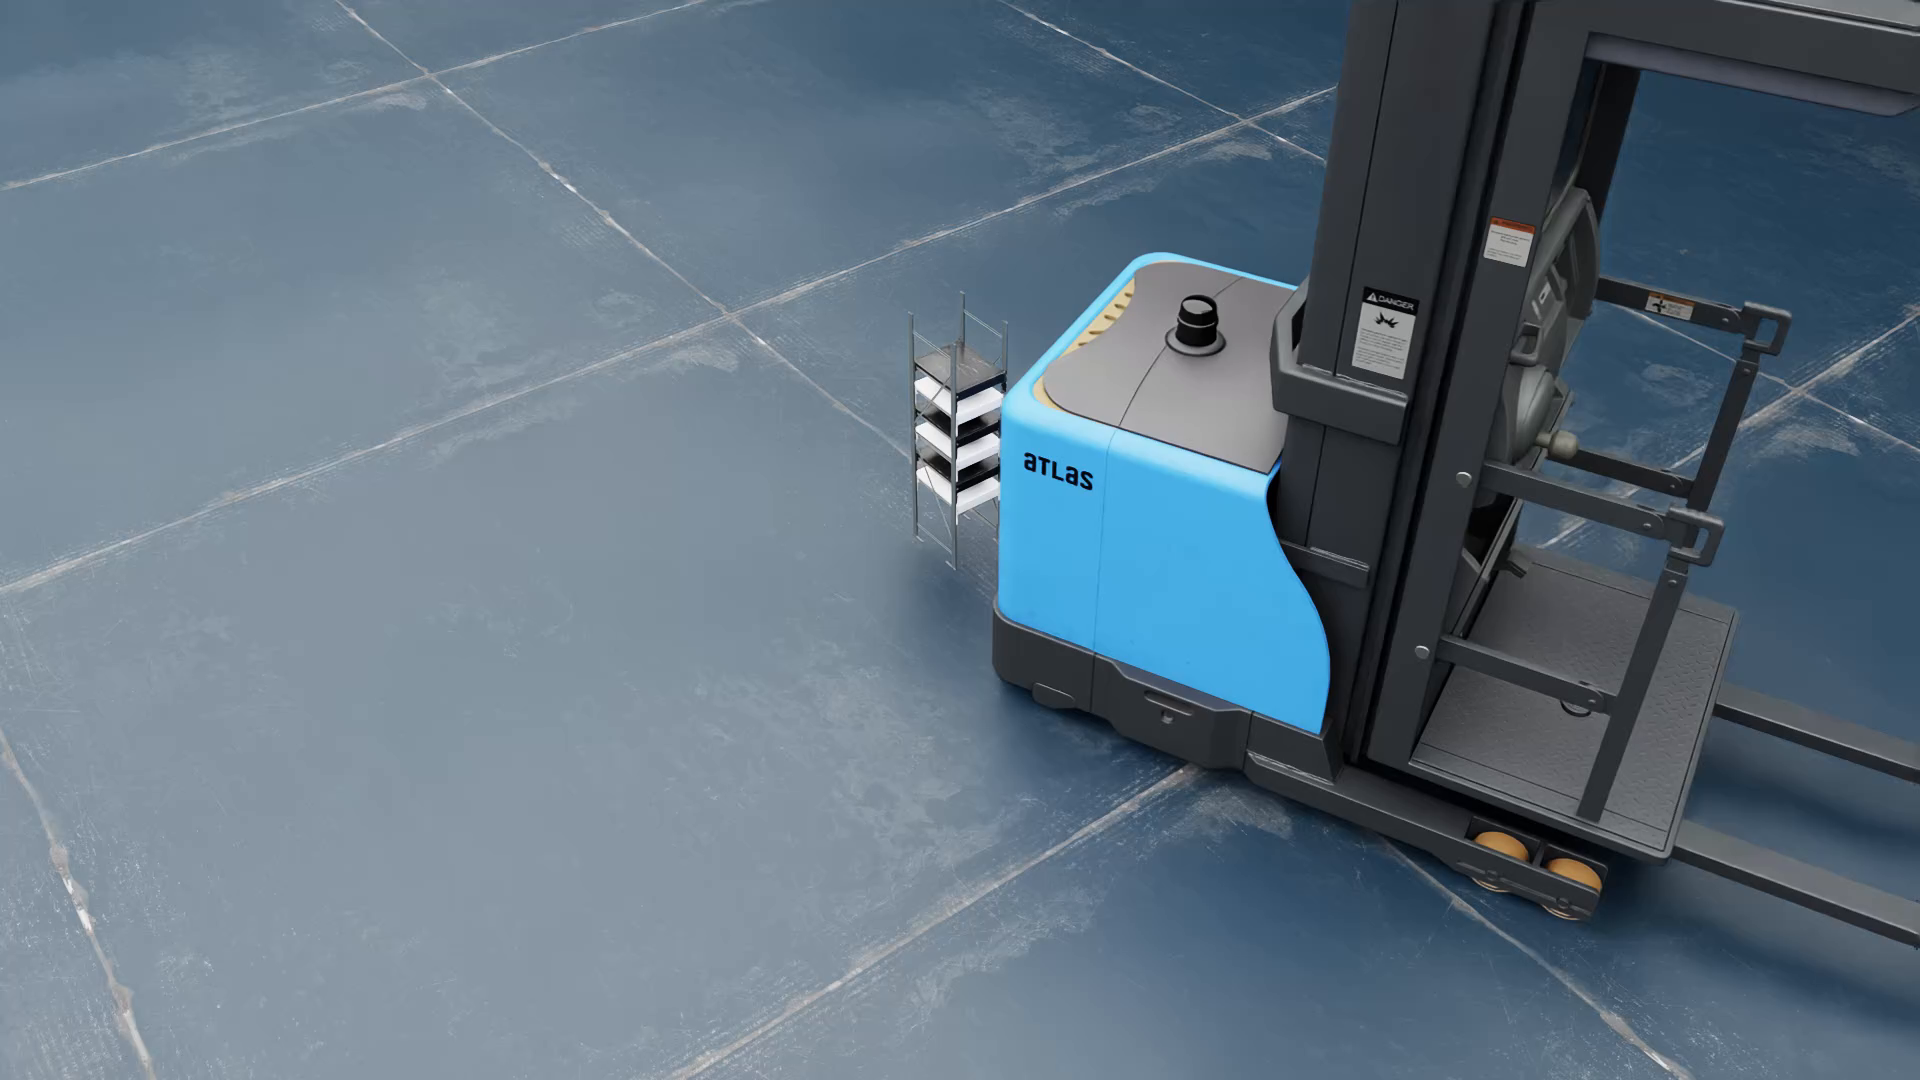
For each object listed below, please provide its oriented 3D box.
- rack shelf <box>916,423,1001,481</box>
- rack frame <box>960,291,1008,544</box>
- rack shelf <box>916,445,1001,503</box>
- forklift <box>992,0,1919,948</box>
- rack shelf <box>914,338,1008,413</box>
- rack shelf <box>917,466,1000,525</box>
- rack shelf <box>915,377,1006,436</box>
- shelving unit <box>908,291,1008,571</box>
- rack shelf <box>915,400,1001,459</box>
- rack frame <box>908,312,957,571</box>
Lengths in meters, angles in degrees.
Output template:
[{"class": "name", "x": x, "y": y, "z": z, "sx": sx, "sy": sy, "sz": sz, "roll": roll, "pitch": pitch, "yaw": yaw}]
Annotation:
[{"class": "rack shelf", "x": -0.006, "y": -0.319, "z": 5.482, "sx": 0.200, "sy": 0.077, "sz": 0.258, "roll": -26, "pitch": 46, "yaw": -28}, {"class": "rack frame", "x": 0.074, "y": -0.384, "z": 5.509, "sx": 0.006, "sy": 0.900, "sz": 0.240, "roll": -26, "pitch": 46, "yaw": -28}, {"class": "rack shelf", "x": -0.006, "y": -0.249, "z": 5.539, "sx": 0.200, "sy": 0.077, "sz": 0.258, "roll": -26, "pitch": 46, "yaw": -28}, {"class": "forklift", "x": 1.639, "y": -0.496, "z": 4.043, "sx": 3.031, "sy": 2.935, "sz": 1.130, "roll": 19, "pitch": 43, "yaw": 22}, {"class": "rack shelf", "x": -0.006, "y": -0.528, "z": 5.311, "sx": 0.200, "sy": 0.077, "sz": 0.258, "roll": -26, "pitch": 46, "yaw": -28}, {"class": "rack shelf", "x": -0.006, "y": -0.180, "z": 5.596, "sx": 0.200, "sy": 0.077, "sz": 0.258, "roll": -26, "pitch": 46, "yaw": -28}, {"class": "rack shelf", "x": -0.006, "y": -0.458, "z": 5.368, "sx": 0.200, "sy": 0.077, "sz": 0.258, "roll": -26, "pitch": 46, "yaw": -28}, {"class": "shelving unit", "x": -0.006, "y": -0.345, "z": 5.461, "sx": 0.210, "sy": 0.900, "sz": 0.258, "roll": -26, "pitch": 46, "yaw": -28}, {"class": "rack shelf", "x": -0.006, "y": -0.389, "z": 5.425, "sx": 0.200, "sy": 0.077, "sz": 0.258, "roll": -26, "pitch": 46, "yaw": -28}, {"class": "rack frame", "x": -0.087, "y": -0.305, "z": 5.413, "sx": 0.006, "sy": 0.900, "sz": 0.240, "roll": -26, "pitch": 46, "yaw": -28}]
